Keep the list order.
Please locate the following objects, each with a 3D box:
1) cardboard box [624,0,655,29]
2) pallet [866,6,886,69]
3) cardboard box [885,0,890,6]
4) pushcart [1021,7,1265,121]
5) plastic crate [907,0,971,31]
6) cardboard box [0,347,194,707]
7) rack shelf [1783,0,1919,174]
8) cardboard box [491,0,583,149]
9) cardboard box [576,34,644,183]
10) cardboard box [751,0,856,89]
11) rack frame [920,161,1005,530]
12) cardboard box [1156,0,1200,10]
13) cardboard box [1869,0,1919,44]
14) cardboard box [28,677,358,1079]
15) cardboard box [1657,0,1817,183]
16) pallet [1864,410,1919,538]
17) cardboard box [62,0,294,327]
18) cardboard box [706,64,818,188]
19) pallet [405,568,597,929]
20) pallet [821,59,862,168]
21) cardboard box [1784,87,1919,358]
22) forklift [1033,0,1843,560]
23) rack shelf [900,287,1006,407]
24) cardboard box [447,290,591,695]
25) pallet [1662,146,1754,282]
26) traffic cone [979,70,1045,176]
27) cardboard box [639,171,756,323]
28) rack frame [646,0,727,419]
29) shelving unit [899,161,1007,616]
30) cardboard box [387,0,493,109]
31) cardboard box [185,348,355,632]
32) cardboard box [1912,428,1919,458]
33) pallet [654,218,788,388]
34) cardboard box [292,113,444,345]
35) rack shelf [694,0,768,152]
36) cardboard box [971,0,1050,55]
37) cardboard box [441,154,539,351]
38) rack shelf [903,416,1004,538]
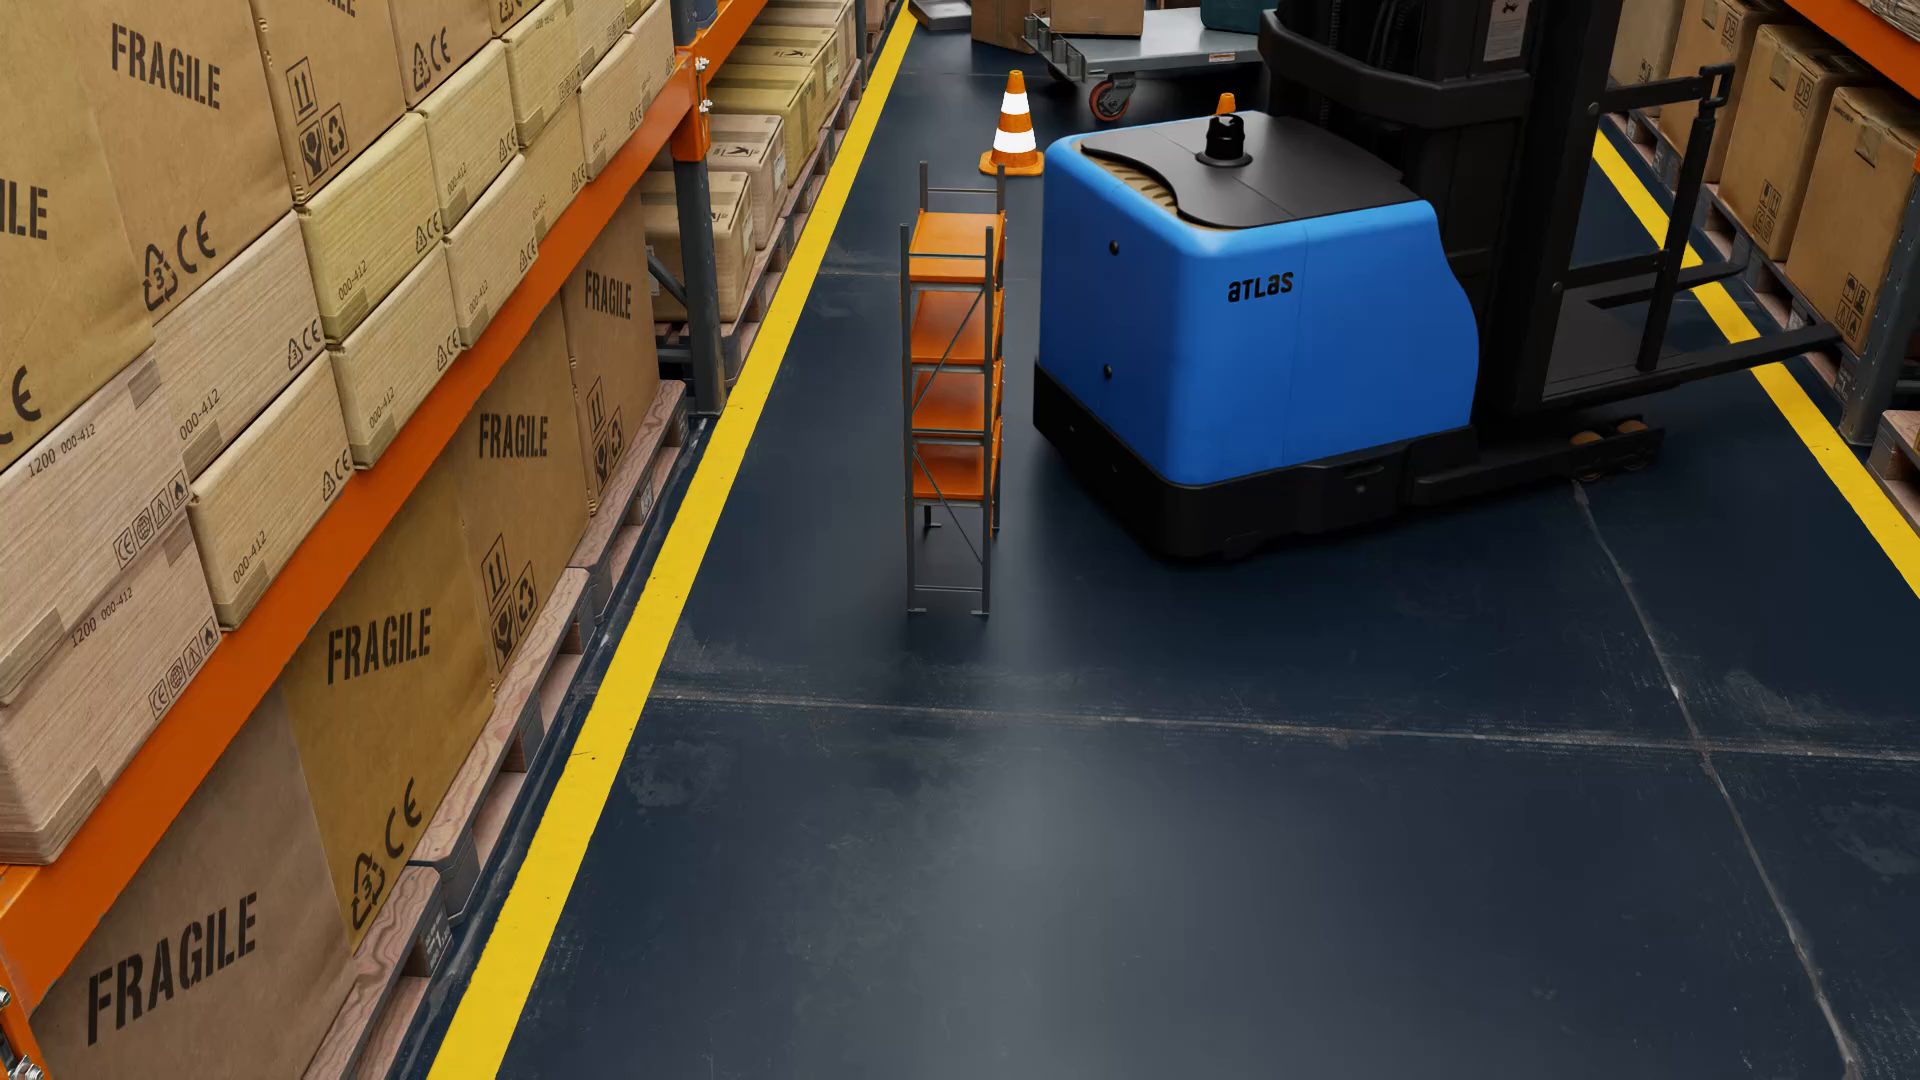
[{"bbox_3d":[-1.138,-1.651,4.737,0.500,0.250,0.500,2,32,4],"label":"cardboard box"},{"bbox_3d":[-1.007,-3.024,9.955,1.003,0.211,1.213,2,32,4],"label":"pallet"},{"bbox_3d":[-0.677,-3.443,10.198,0.500,0.250,0.500,4,32,7],"label":"cardboard box"},{"bbox_3d":[1.250,-2.670,9.224,1.648,0.377,0.936,-8,33,-13],"label":"pushcart"},{"bbox_3d":[-0.081,-3.401,10.692,0.402,0.080,0.583,-8,33,-13],"label":"plastic crate"},{"bbox_3d":[-1.361,-0.042,2.125,0.500,0.250,0.500,2,32,3],"label":"cardboard box"},{"bbox_3d":[3.753,-2.347,6.886,1.077,0.370,4.000,2,32,4],"label":"rack shelf"},{"bbox_3d":[-1.197,-1.114,3.866,0.500,0.250,0.500,2,32,3],"label":"cardboard box"},{"bbox_3d":[-1.160,-1.159,4.415,0.500,0.250,0.500,3,32,5],"label":"cardboard box"},{"bbox_3d":[-1.066,-2.644,8.785,0.950,0.372,0.625,3,32,5],"label":"cardboard box"},{"bbox_3d":[0.006,-0.552,5.002,0.240,1.200,0.015,2,32,4],"label":"rack frame"},{"bbox_3d":[1.612,-3.429,10.205,0.797,0.637,0.503,2,32,4],"label":"cardboard box"},{"bbox_3d":[3.359,-1.897,5.374,0.500,0.500,0.500,2,32,4],"label":"cardboard box"},{"bbox_3d":[-1.707,0.723,2.842,0.875,0.875,0.875,3,32,6],"label":"cardboard box"},{"bbox_3d":[3.873,-2.088,7.523,1.050,0.750,0.750,2,32,4],"label":"cardboard box"},{"bbox_3d":[3.525,-0.012,5.068,1.003,0.211,1.213,2,32,4],"label":"pallet"},{"bbox_3d":[-1.341,-0.628,2.362,0.500,0.500,0.500,2,32,4],"label":"cardboard box"},{"bbox_3d":[-1.176,-1.904,7.585,0.950,0.372,0.625,3,32,6],"label":"cardboard box"},{"bbox_3d":[-1.593,0.466,4.293,1.003,0.211,1.213,2,32,4],"label":"pallet"},{"bbox_3d":[-1.088,-2.264,8.722,1.003,0.211,1.213,2,32,4],"label":"pallet"},{"bbox_3d":[3.729,-1.143,5.990,1.050,0.750,0.750,2,32,3],"label":"cardboard box"},{"bbox_3d":[1.818,-1.685,5.190,3.031,2.935,1.130,-13,34,-20],"label":"forklift"},{"bbox_3d":[-0.013,-0.557,4.713,0.258,0.148,0.480,2,32,4],"label":"rack shelf"},{"bbox_3d":[-1.568,-0.217,4.368,0.875,0.875,0.875,3,32,5],"label":"cardboard box"},{"bbox_3d":[3.831,-1.466,7.428,1.003,0.211,1.213,2,32,4],"label":"pallet"},{"bbox_3d":[0.268,-2.070,8.168,0.336,0.463,0.334,2,32,4],"label":"traffic cone"},{"bbox_3d":[-1.296,-1.122,6.315,0.950,0.372,0.625,0,32,1],"label":"cardboard box"},{"bbox_3d":[-1.352,-1.766,5.257,1.000,3.000,0.127,2,32,4],"label":"rack frame"},{"bbox_3d":[-0.013,-0.424,4.795,0.258,1.200,0.503,2,32,4],"label":"shelving unit"},{"bbox_3d":[-1.262,-1.161,3.226,0.500,0.500,0.500,2,32,3],"label":"cardboard box"},{"bbox_3d":[-1.338,-0.100,2.697,0.500,0.250,0.500,2,32,3],"label":"cardboard box"},{"bbox_3d":[3.278,-0.363,4.963,0.500,0.500,0.500,1,32,2],"label":"cardboard box"},{"bbox_3d":[-1.287,-0.988,6.652,1.003,0.211,1.213,2,32,4],"label":"pallet"},{"bbox_3d":[-1.278,-0.578,2.996,0.500,0.250,0.500,3,32,5],"label":"cardboard box"},{"bbox_3d":[-1.189,-2.506,7.143,1.077,0.370,4.000,2,32,4],"label":"rack shelf"},{"bbox_3d":[0.417,-3.297,10.121,0.500,0.500,0.500,27,41,37],"label":"cardboard box"},{"bbox_3d":[-1.230,-0.629,3.554,0.500,0.250,0.500,2,32,3],"label":"cardboard box"},{"bbox_3d":[-0.013,-0.198,4.934,0.258,0.148,0.480,2,32,4],"label":"rack shelf"}]
